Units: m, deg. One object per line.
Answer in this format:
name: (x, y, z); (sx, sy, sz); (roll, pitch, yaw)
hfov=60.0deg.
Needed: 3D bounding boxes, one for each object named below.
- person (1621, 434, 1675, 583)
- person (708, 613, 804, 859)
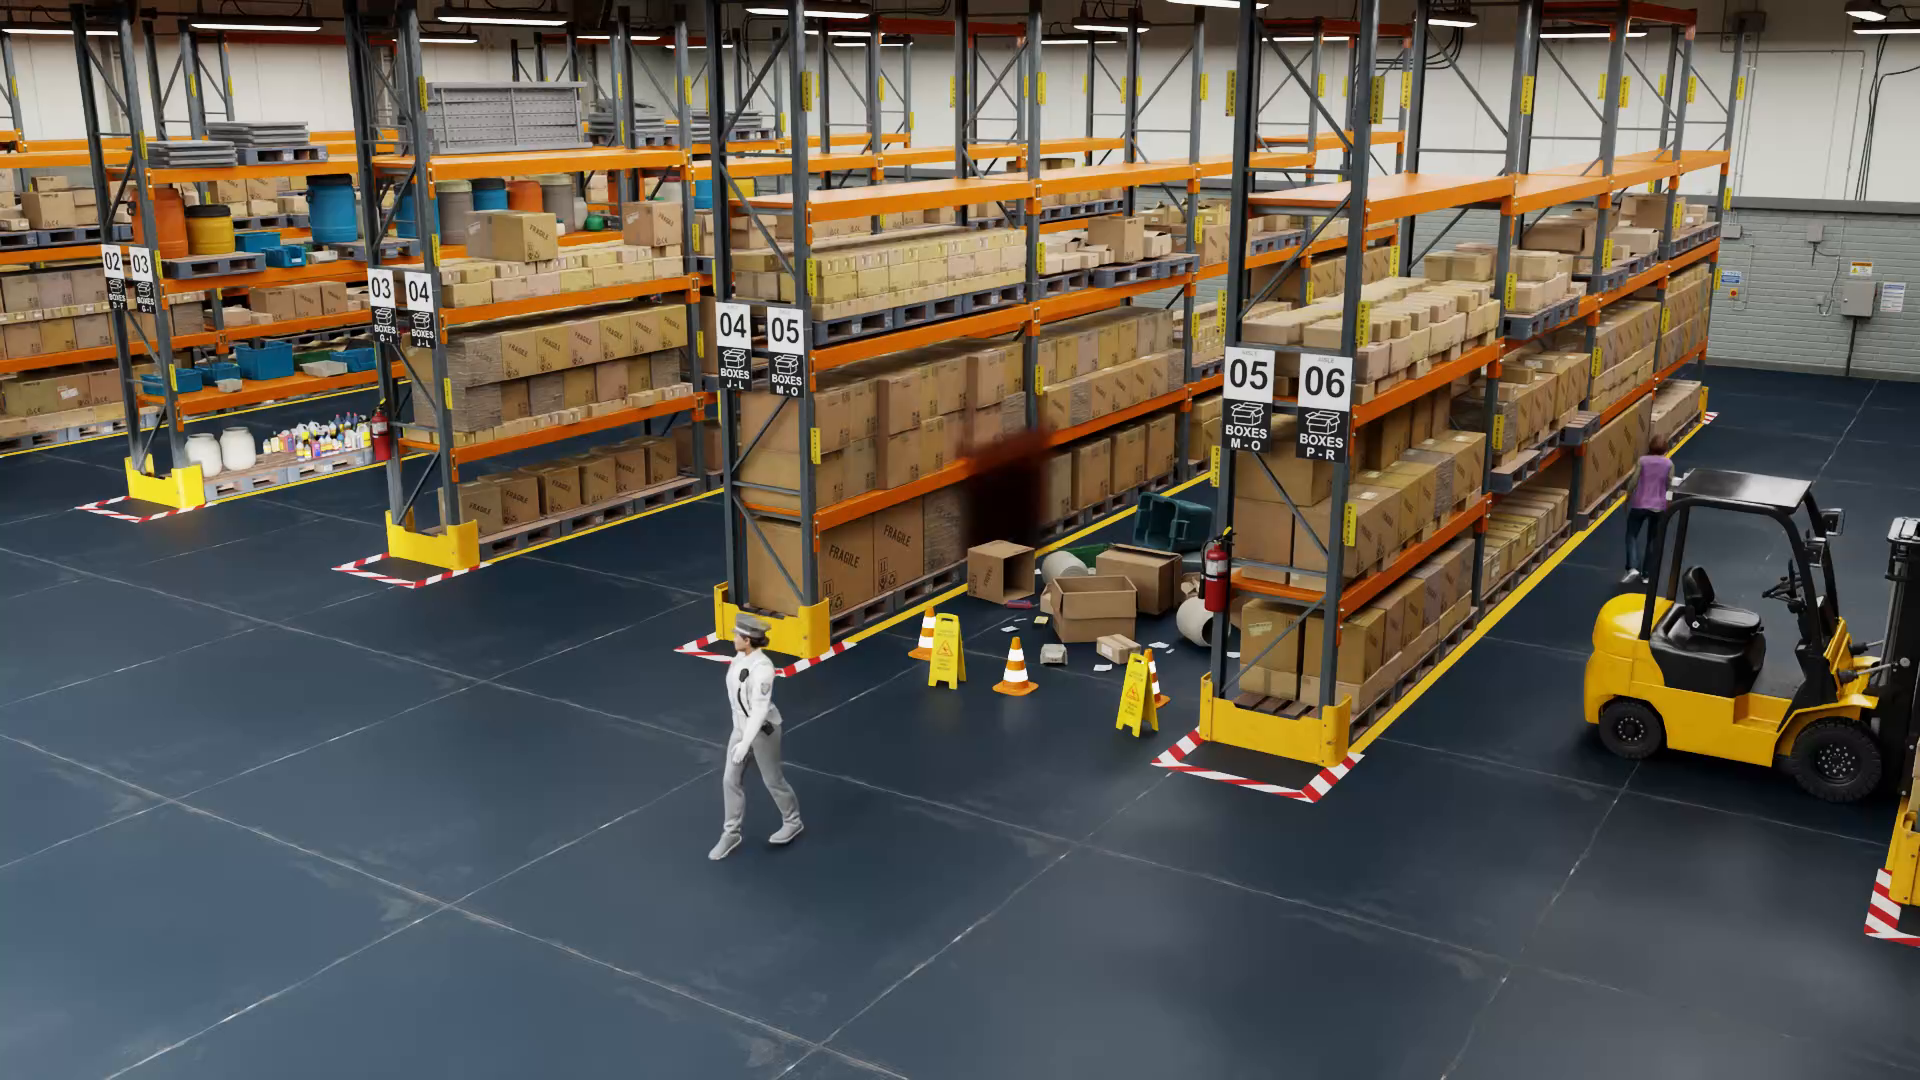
person: (7.210, -0.301, 17.387); (0.483, 1.578, 0.538); (5, 16, 17)
person: (-1.429, 1.336, 11.368); (0.709, 1.727, 0.512); (-11, 19, -34)
